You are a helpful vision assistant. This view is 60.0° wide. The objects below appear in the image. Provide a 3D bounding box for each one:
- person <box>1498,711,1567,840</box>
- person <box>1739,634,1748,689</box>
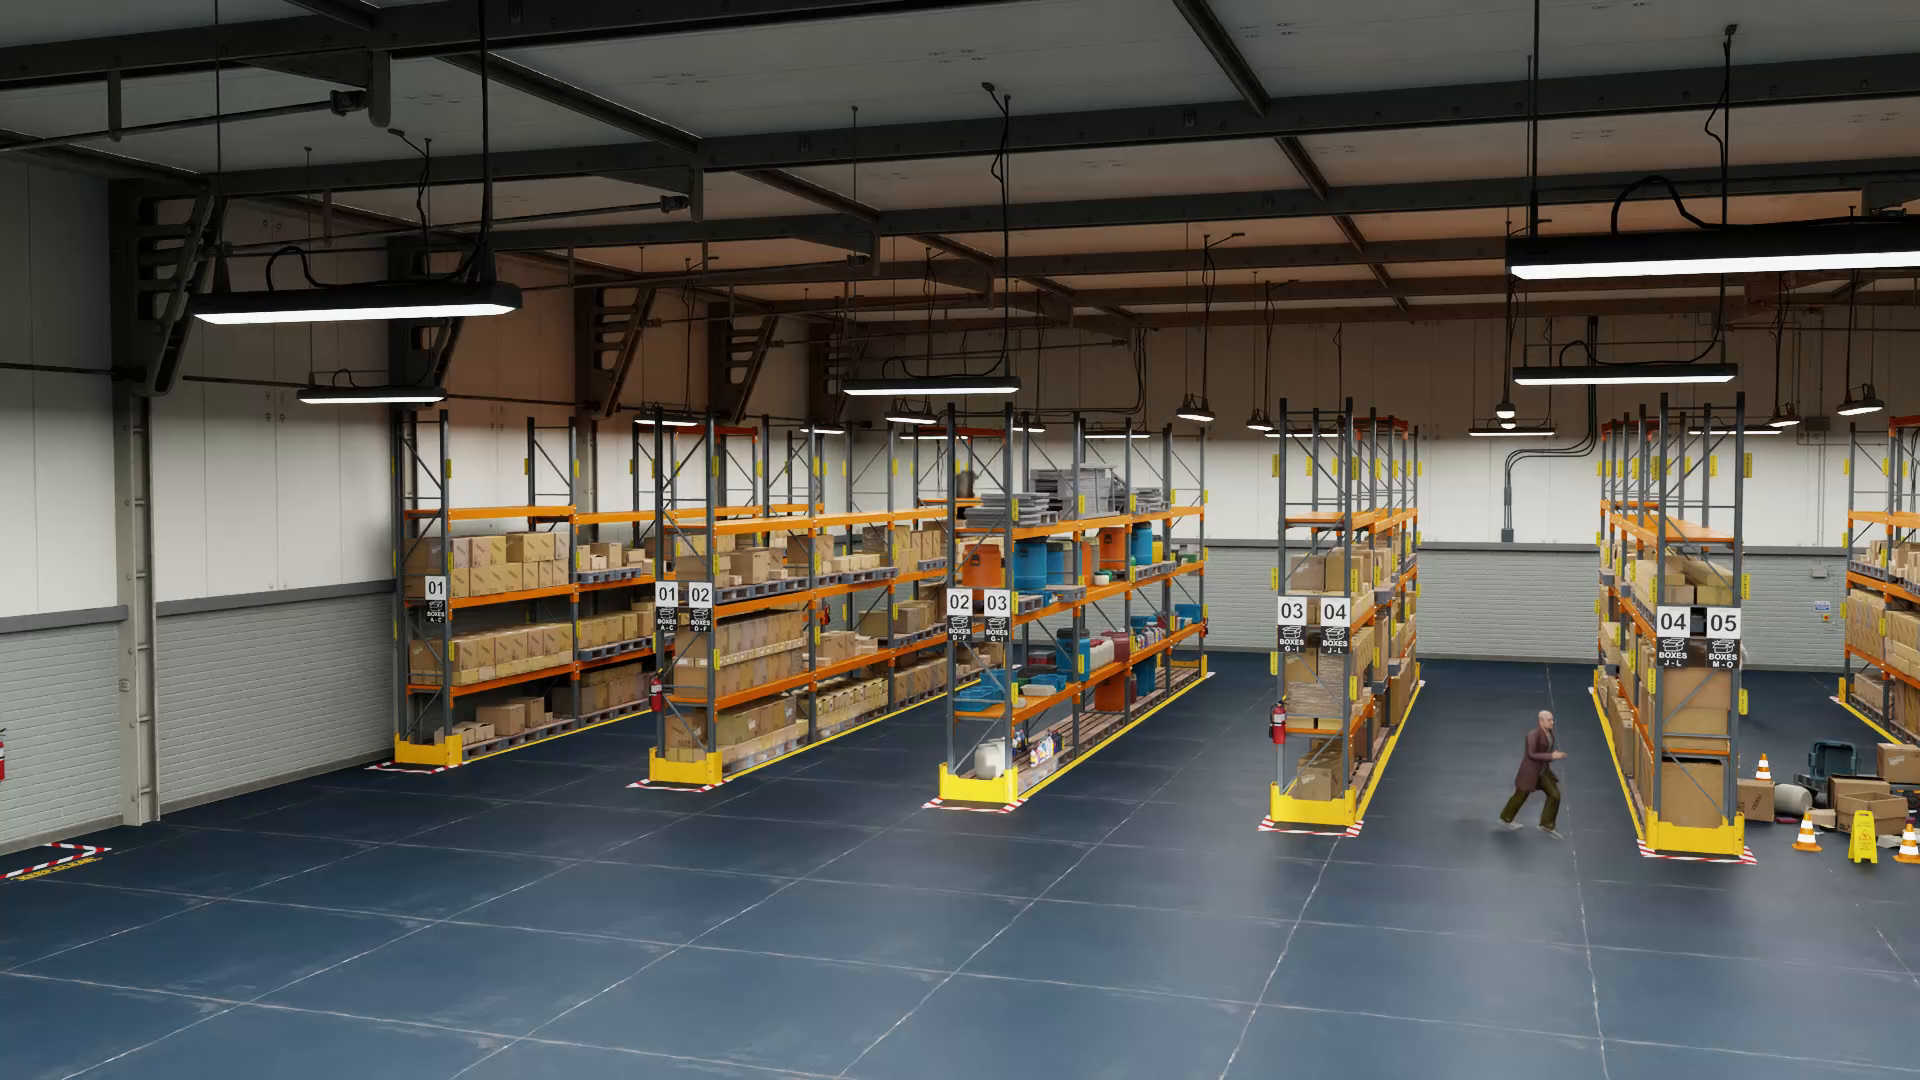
[{"bbox_3d":[7.801,3.168,22.581,0.710,1.756,1.058,-2,3,-34],"label":"person"},{"bbox_3d":[15.885,2.697,34.162,0.609,1.653,0.870,0,2,6],"label":"person"}]
